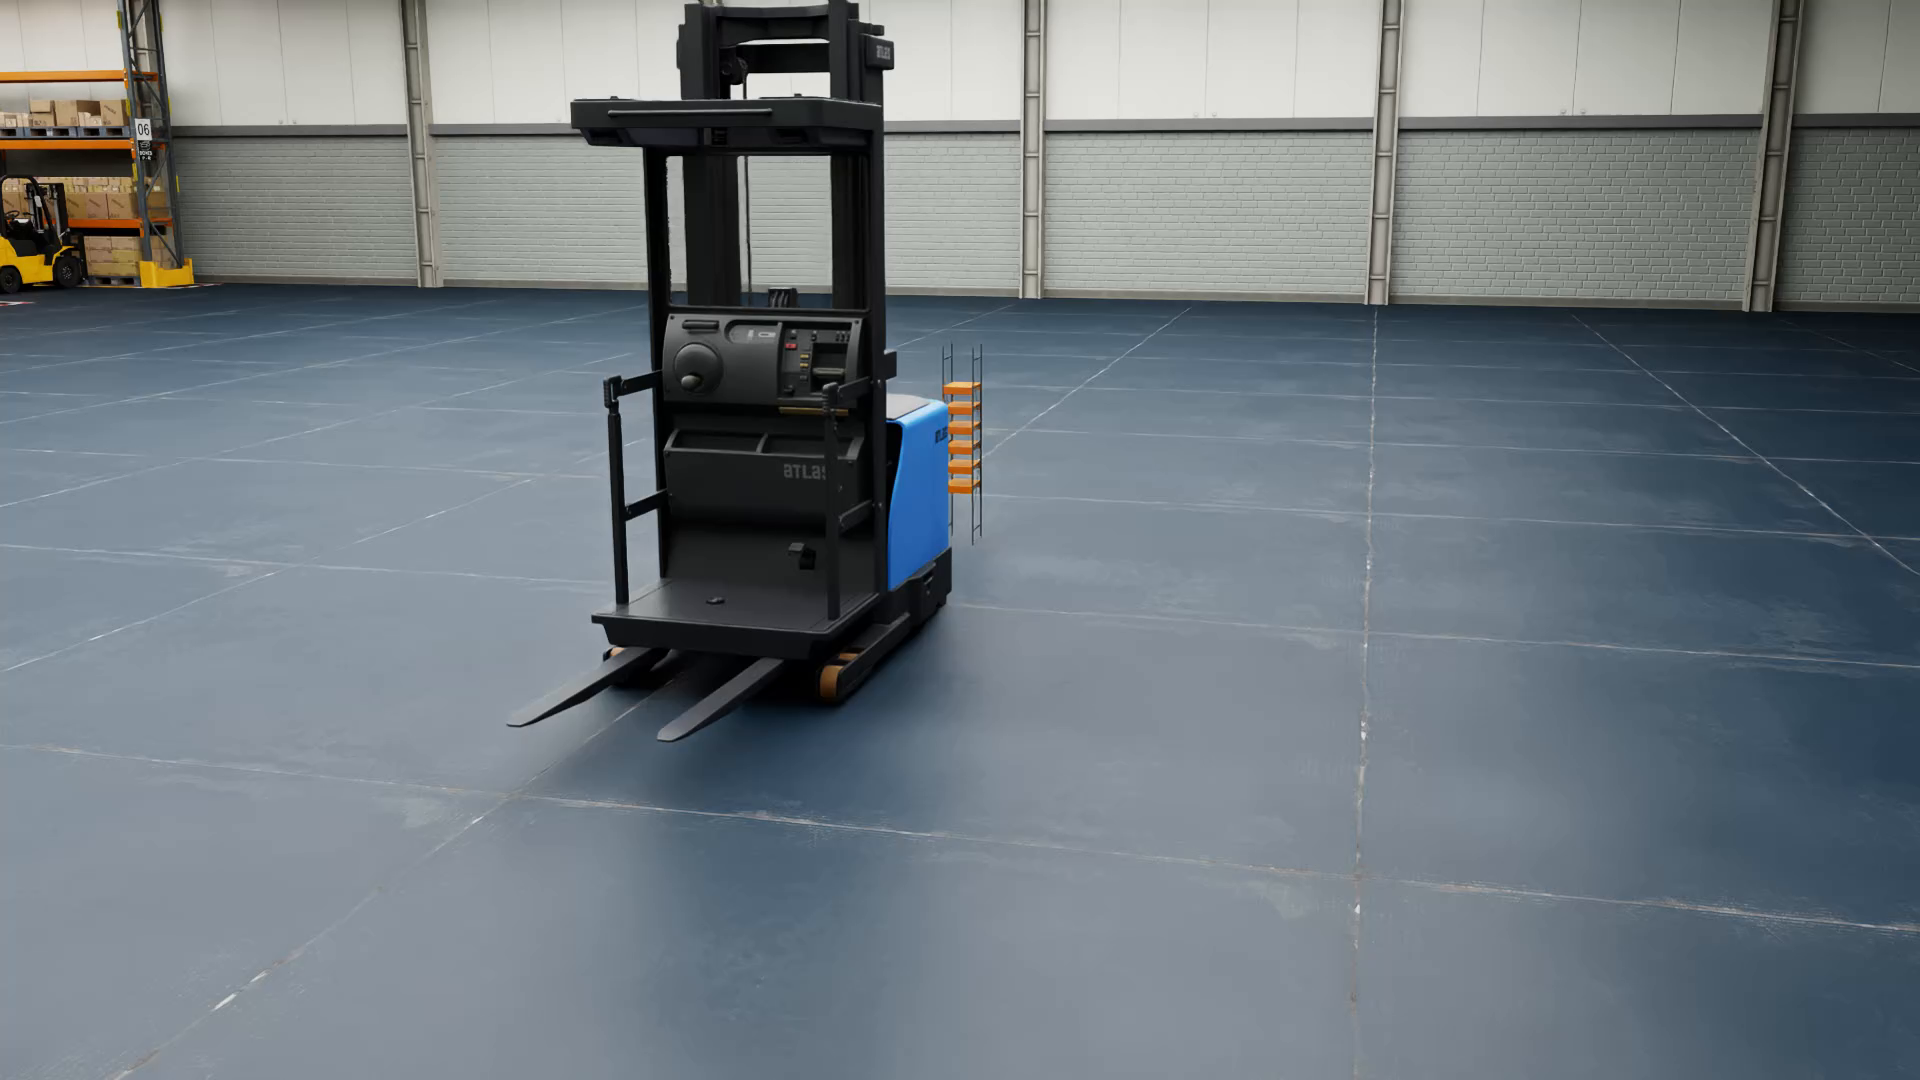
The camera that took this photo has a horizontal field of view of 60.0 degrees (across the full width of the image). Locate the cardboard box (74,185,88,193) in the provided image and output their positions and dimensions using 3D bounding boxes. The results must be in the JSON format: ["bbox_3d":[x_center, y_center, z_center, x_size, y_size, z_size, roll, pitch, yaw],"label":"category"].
[{"bbox_3d":[-17.137,-6.891,32.642,0.250,0.149,0.380,3,13,12],"label":"cardboard box"}]

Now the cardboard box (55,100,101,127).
[{"bbox_3d":[-17.191,-8.327,32.485,0.500,0.500,0.700,3,13,14],"label":"cardboard box"}]

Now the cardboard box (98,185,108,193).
[{"bbox_3d":[-16.629,-6.872,32.555,0.250,0.149,0.380,3,13,15],"label":"cardboard box"}]

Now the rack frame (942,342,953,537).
[{"bbox_3d":[-0.075,-0.590,10.122,0.006,1.200,0.240,3,13,14],"label":"rack frame"}]

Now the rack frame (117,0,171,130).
[{"bbox_3d":[-15.733,-9.443,32.021,0.127,3.000,1.000,3,13,14],"label":"rack frame"}]

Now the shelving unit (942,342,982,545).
[{"bbox_3d":[0.014,-0.585,10.100,0.189,1.200,0.258,3,13,14],"label":"shelving unit"}]

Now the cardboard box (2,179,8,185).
[{"bbox_3d":[-18.853,-7.148,33.110,0.250,0.149,0.380,3,13,12],"label":"cardboard box"}]

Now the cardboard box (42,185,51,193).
[{"bbox_3d":[-17.873,-6.931,32.821,0.250,0.149,0.380,3,13,12],"label":"cardboard box"}]

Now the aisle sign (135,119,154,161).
[{"bbox_3d":[-15.739,-7.718,32.095,0.004,0.787,0.394,3,13,14],"label":"aisle sign"}]

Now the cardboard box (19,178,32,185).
[{"bbox_3d":[-18.369,-7.105,32.918,0.250,0.149,0.380,3,13,13],"label":"cardboard box"}]

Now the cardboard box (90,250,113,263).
[{"bbox_3d":[-16.765,-5.609,32.814,0.500,0.250,0.500,3,13,13],"label":"cardboard box"}]

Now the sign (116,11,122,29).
[{"bbox_3d":[-15.877,-9.824,31.400,0.005,0.325,0.100,3,13,14],"label":"sign"}]

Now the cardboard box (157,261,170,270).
[{"bbox_3d":[-16.163,-5.444,33.223,0.500,0.250,0.500,3,13,14],"label":"cardboard box"}]

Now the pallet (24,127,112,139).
[{"bbox_3d":[-17.601,-8.041,32.828,1.213,0.211,1.003,3,13,14],"label":"pallet"}]

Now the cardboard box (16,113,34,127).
[{"bbox_3d":[-18.248,-8.234,32.604,0.258,0.266,0.396,3,13,12],"label":"cardboard box"}]

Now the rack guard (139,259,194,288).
[{"bbox_3d":[-15.709,-5.293,32.936,0.348,0.500,1.175,3,13,14],"label":"rack guard"}]

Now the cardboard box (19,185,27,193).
[{"bbox_3d":[-18.382,-6.952,32.917,0.250,0.149,0.380,3,13,13],"label":"cardboard box"}]

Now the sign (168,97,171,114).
[{"bbox_3d":[-15.594,-8.561,32.767,0.005,0.325,0.100,3,13,14],"label":"sign"}]

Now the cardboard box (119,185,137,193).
[{"bbox_3d":[-16.136,-6.839,32.405,0.250,0.149,0.380,3,13,14],"label":"cardboard box"}]

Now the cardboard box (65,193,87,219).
[{"bbox_3d":[-17.273,-6.589,32.776,0.500,0.500,0.500,3,13,12],"label":"cardboard box"}]

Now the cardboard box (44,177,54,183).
[{"bbox_3d":[-17.862,-7.094,32.869,0.250,0.149,0.380,3,13,14],"label":"cardboard box"}]

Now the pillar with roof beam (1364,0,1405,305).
[{"bbox_3d":[6.077,-7.518,23.344,0.400,9.000,9.100,3,13,14],"label":"pillar with roof beam"}]

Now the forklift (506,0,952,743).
[{"bbox_3d":[-0.939,-0.828,7.198,1.130,2.935,3.031,4,13,16],"label":"forklift"}]

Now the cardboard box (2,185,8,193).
[{"bbox_3d":[-18.858,-6.995,33.108,0.250,0.149,0.380,3,13,13],"label":"cardboard box"}]

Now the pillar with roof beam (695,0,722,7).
[{"bbox_3d":[-5.574,-8.141,26.151,0.400,9.000,9.100,3,13,14],"label":"pillar with roof beam"}]

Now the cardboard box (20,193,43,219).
[{"bbox_3d":[-18.246,-6.643,33.021,0.500,0.500,0.500,3,13,13],"label":"cardboard box"}]

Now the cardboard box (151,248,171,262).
[{"bbox_3d":[-16.139,-5.689,33.176,0.500,0.250,0.500,3,13,15],"label":"cardboard box"}]

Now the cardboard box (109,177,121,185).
[{"bbox_3d":[-16.378,-7.006,32.469,0.250,0.149,0.380,3,13,14],"label":"cardboard box"}]

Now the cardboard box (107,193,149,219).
[{"bbox_3d":[-16.273,-6.534,32.526,0.500,0.500,0.500,3,13,12],"label":"cardboard box"}]

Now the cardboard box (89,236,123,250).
[{"bbox_3d":[-16.752,-5.849,32.740,0.500,0.250,0.500,3,13,15],"label":"cardboard box"}]

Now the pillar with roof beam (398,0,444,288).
[{"bbox_3d":[-11.399,-8.452,27.554,0.400,9.000,9.100,3,13,14],"label":"pillar with roof beam"}]

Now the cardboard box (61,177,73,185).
[{"bbox_3d":[-17.394,-7.045,32.645,0.250,0.149,0.380,3,13,15],"label":"cardboard box"}]

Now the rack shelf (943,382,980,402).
[{"bbox_3d":[0.014,-0.893,10.032,0.180,0.103,0.258,3,13,14],"label":"rack shelf"}]

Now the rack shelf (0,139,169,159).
[{"bbox_3d":[-17.674,-7.731,32.891,4.000,0.370,1.077,3,13,14],"label":"rack shelf"}]

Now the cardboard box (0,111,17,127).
[{"bbox_3d":[-18.867,-8.302,32.809,0.500,0.311,0.500,3,13,15],"label":"cardboard box"}]

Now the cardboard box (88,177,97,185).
[{"bbox_3d":[-16.862,-7.042,32.634,0.250,0.149,0.380,3,13,14],"label":"cardboard box"}]

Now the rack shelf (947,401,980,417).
[{"bbox_3d":[0.014,-0.776,10.058,0.180,0.103,0.258,3,13,14],"label":"rack shelf"}]

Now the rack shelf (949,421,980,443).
[{"bbox_3d":[0.014,-0.659,10.084,0.180,0.103,0.258,3,13,14],"label":"rack shelf"}]

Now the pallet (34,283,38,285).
[{"bbox_3d":[-18.854,-5.311,33.682,1.213,0.211,1.003,3,13,14],"label":"pallet"}]

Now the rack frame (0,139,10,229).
[{"bbox_3d":[-19.616,-6.722,33.606,0.127,3.000,1.000,3,13,14],"label":"rack frame"}]

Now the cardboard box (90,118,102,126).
[{"bbox_3d":[-16.610,-8.089,32.222,0.250,0.149,0.380,3,13,12],"label":"cardboard box"}]

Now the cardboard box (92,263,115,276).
[{"bbox_3d":[-16.745,-5.363,32.859,0.500,0.250,0.500,3,13,14],"label":"cardboard box"}]

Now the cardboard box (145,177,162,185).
[{"bbox_3d":[-16.008,-7.087,32.838,0.250,0.149,0.380,3,13,12],"label":"cardboard box"}]

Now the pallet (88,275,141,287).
[{"bbox_3d":[-16.485,-5.184,33.112,1.213,0.211,1.003,3,13,14],"label":"pallet"}]
